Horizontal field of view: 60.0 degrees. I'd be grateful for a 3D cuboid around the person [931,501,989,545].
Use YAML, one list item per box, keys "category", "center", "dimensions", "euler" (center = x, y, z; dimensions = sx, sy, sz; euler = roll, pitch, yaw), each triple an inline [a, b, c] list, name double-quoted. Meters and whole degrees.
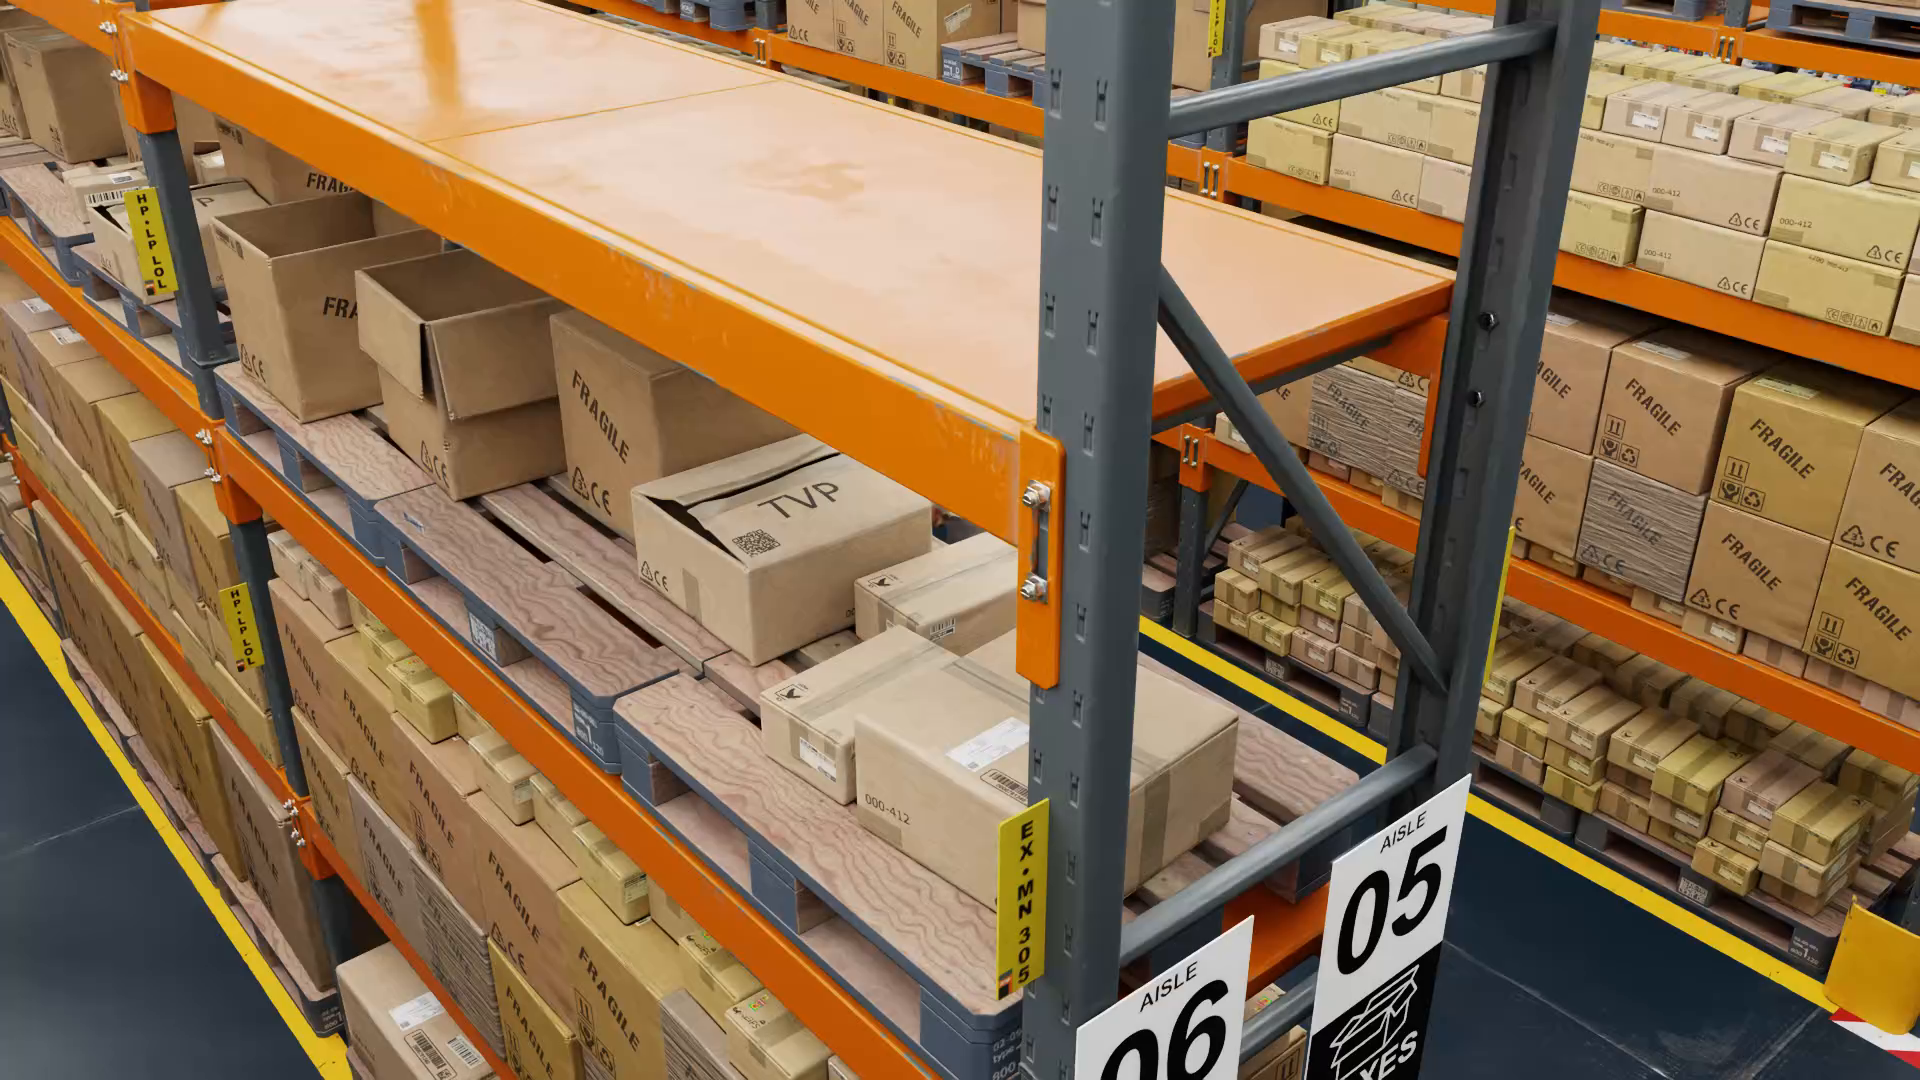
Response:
- category: "person"
  center: [-0.007, -0.206, 9.127]
  dimensions: [0.474, 1.783, 0.578]
  euler: [-1, 28, -1]
